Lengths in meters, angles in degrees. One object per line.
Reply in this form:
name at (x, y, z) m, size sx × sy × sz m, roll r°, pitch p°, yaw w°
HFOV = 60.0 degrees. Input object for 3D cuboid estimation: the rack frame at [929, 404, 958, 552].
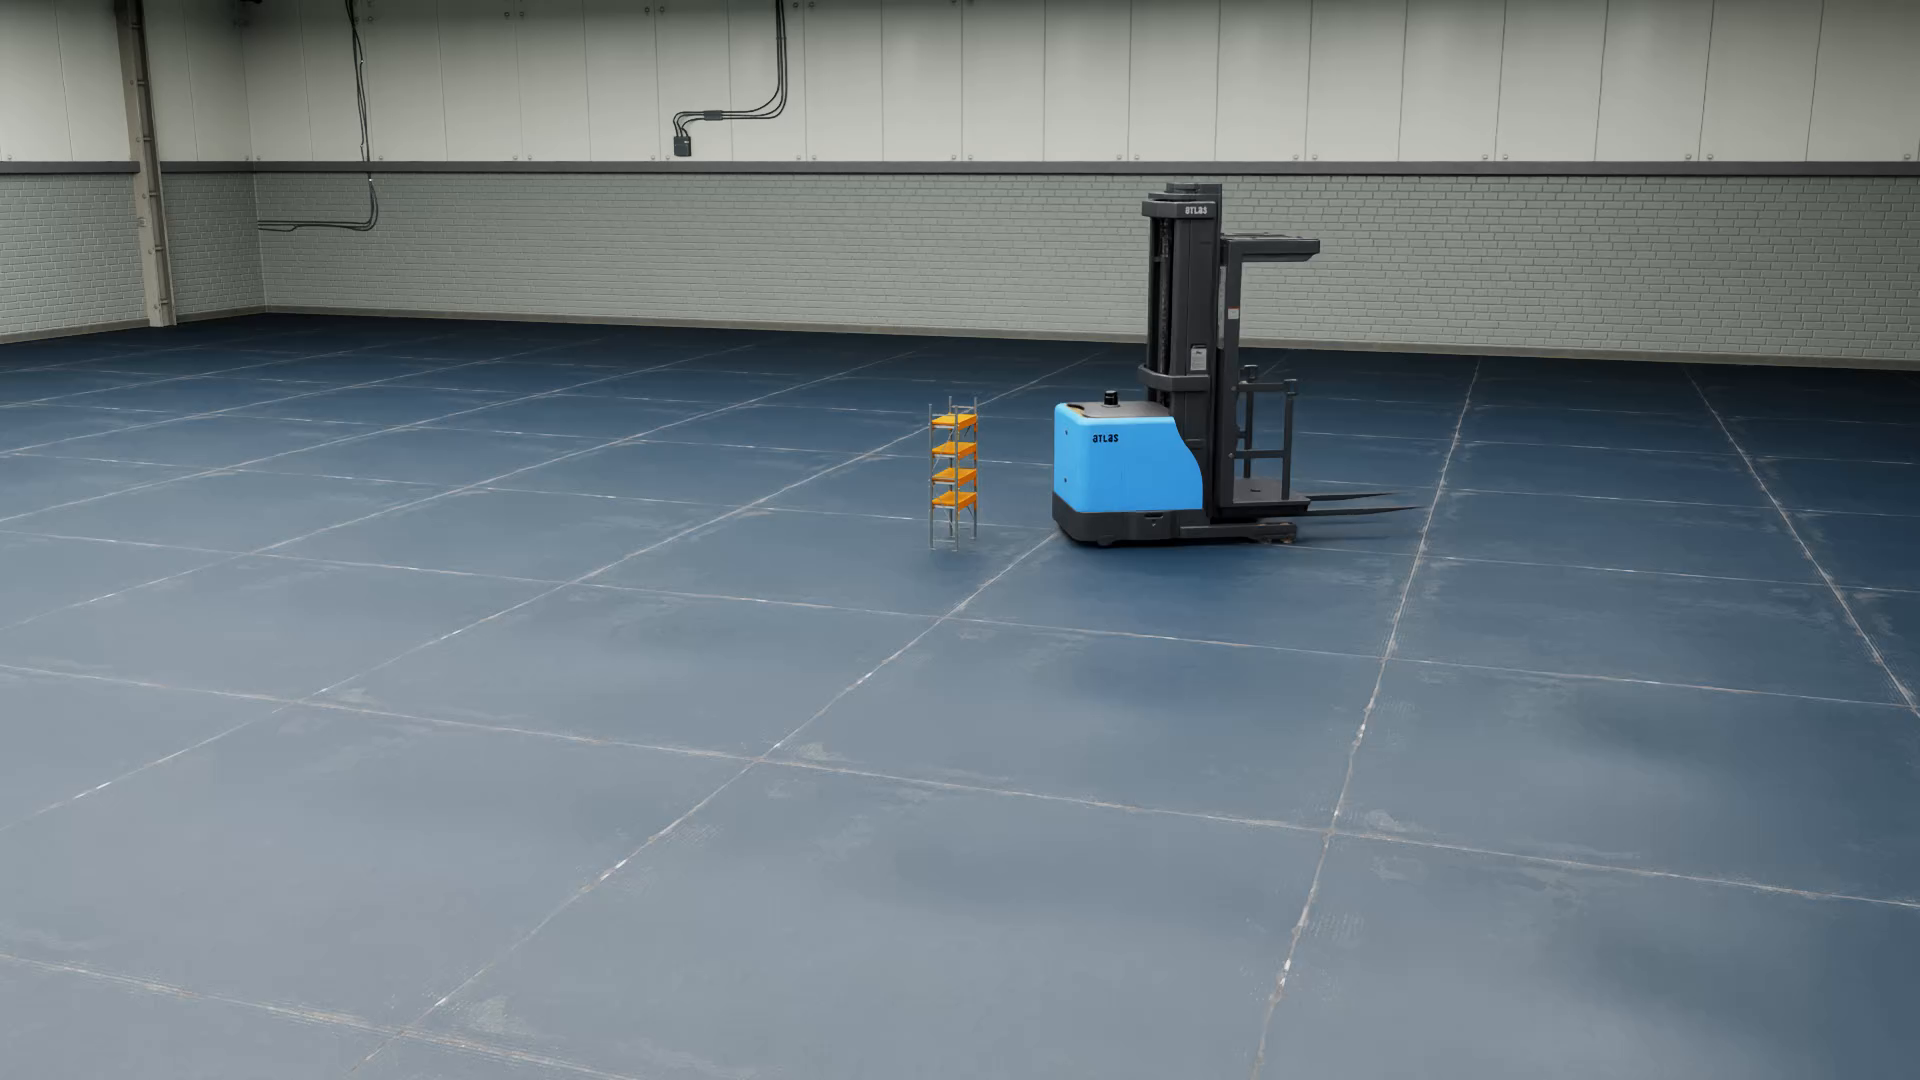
rack frame at (-0.133, -0.499, 13.477) m, size 0.240 × 1.200 × 0.015 m, roll 4°, pitch 14°, yaw 18°

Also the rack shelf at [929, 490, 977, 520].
rack shelf at (-0.054, -0.291, 13.761) m, size 0.258 × 0.148 × 0.480 m, roll 4°, pitch 14°, yaw 18°

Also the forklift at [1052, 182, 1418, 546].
forklift at (2.367, -1.513, 14.029) m, size 3.031 × 2.935 × 1.130 m, roll -2°, pitch 13°, yaw -9°

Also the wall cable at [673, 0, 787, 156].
wall cable at (-4.242, -10.035, 30.088) m, size 2.305 × 6.003 × 0.169 m, roll 4°, pitch 14°, yaw 18°

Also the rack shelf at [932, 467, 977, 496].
rack shelf at (-0.054, -0.485, 13.717) m, size 0.258 × 0.148 × 0.480 m, roll 4°, pitch 14°, yaw 18°

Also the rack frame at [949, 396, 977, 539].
rack frame at (0.025, -0.601, 13.927) m, size 0.240 × 1.200 × 0.015 m, roll 4°, pitch 14°, yaw 18°

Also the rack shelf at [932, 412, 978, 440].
rack shelf at (-0.054, -0.933, 13.614) m, size 0.258 × 0.148 × 0.480 m, roll 4°, pitch 14°, yaw 18°

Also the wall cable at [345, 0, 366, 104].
wall cable at (-10.660, -9.817, 32.406) m, size 3.097 × 2.526 × 0.112 m, roll 4°, pitch 14°, yaw 18°

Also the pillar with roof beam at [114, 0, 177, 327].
pillar with roof beam at (-11.351, -8.229, 29.817) m, size 9.100 × 9.000 × 0.548 m, roll 4°, pitch 14°, yaw 18°

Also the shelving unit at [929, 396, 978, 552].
shelving unit at (-0.054, -0.550, 13.702) m, size 0.258 × 1.200 × 0.503 m, roll 4°, pitch 14°, yaw 18°

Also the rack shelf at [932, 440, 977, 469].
rack shelf at (-0.054, -0.703, 13.667) m, size 0.258 × 0.148 × 0.480 m, roll 4°, pitch 14°, yaw 18°

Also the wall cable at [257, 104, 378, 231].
wall cable at (-13.220, -7.550, 33.821) m, size 3.097 × 2.526 × 0.112 m, roll 4°, pitch 14°, yaw 18°

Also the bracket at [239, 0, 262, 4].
bracket at (-14.187, -10.854, 33.232) m, size 0.235 × 0.232 × 0.430 m, roll 4°, pitch 14°, yaw 18°
